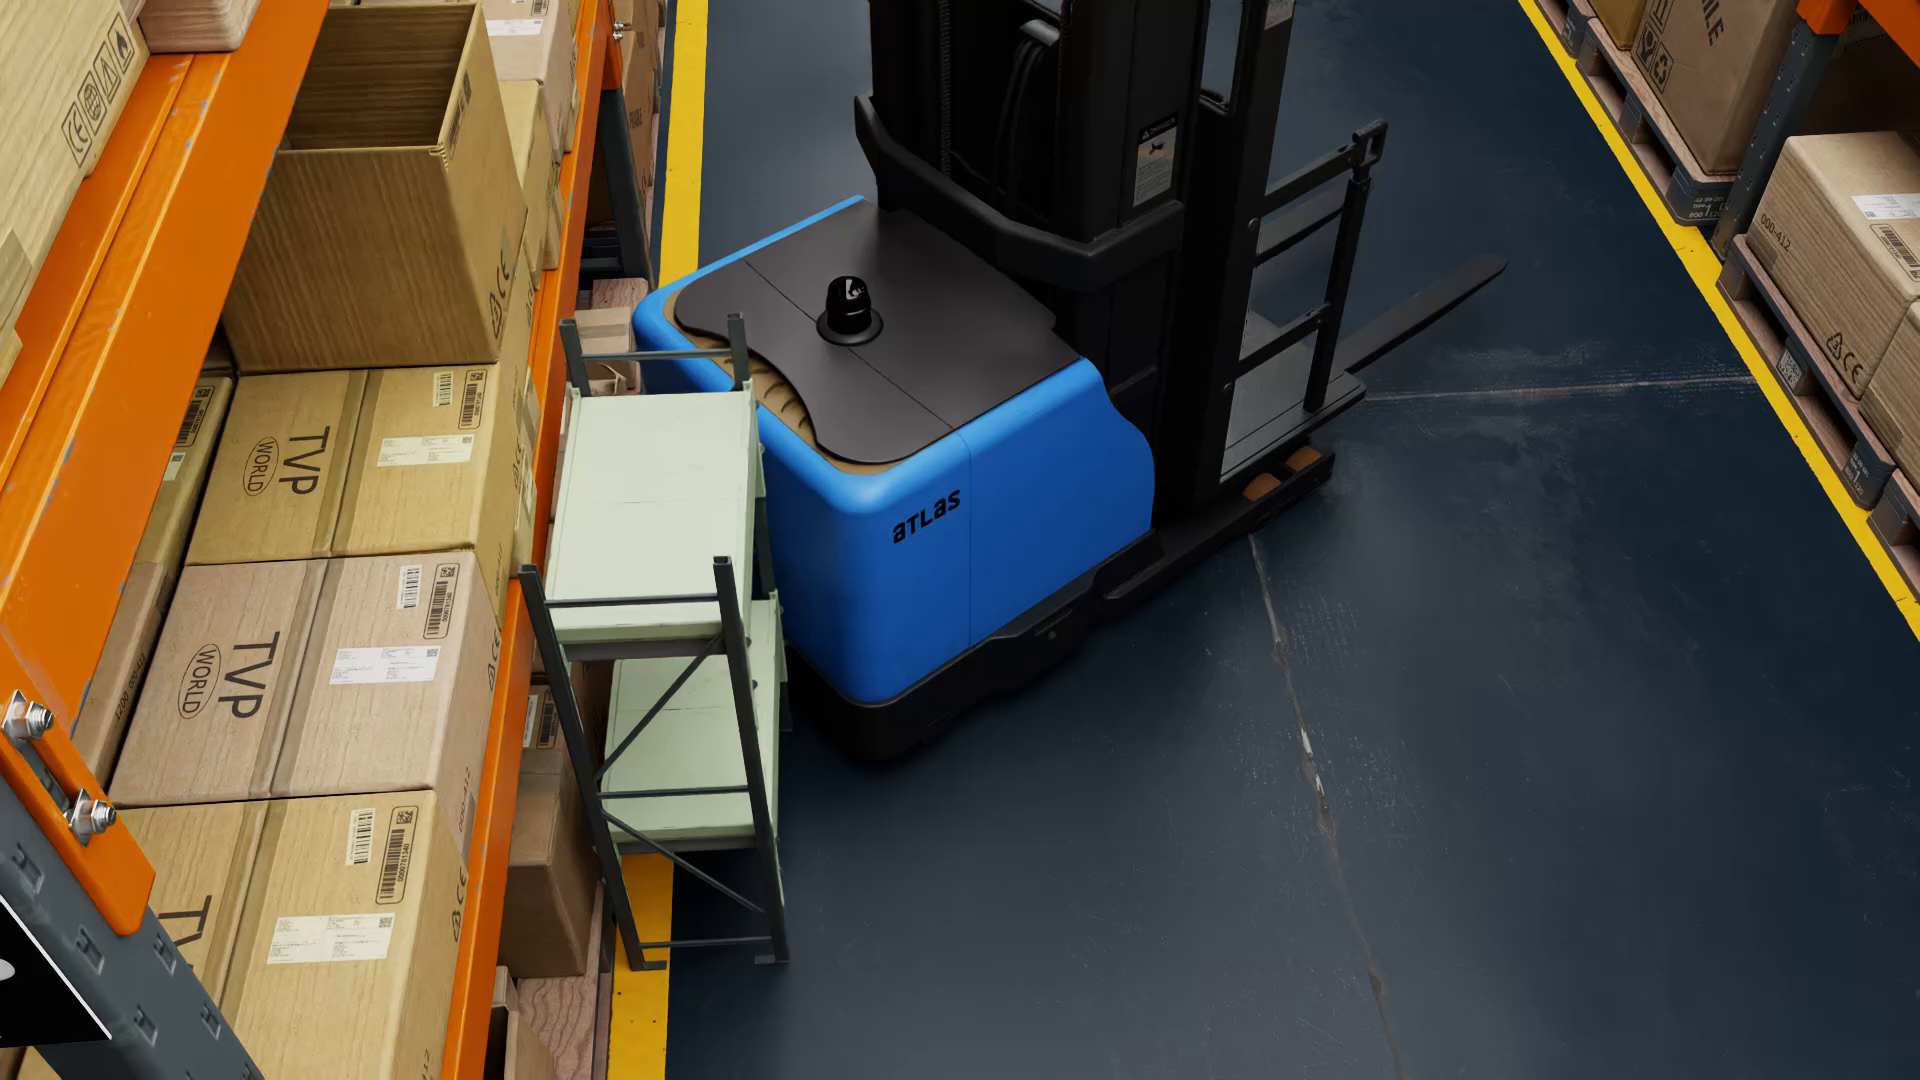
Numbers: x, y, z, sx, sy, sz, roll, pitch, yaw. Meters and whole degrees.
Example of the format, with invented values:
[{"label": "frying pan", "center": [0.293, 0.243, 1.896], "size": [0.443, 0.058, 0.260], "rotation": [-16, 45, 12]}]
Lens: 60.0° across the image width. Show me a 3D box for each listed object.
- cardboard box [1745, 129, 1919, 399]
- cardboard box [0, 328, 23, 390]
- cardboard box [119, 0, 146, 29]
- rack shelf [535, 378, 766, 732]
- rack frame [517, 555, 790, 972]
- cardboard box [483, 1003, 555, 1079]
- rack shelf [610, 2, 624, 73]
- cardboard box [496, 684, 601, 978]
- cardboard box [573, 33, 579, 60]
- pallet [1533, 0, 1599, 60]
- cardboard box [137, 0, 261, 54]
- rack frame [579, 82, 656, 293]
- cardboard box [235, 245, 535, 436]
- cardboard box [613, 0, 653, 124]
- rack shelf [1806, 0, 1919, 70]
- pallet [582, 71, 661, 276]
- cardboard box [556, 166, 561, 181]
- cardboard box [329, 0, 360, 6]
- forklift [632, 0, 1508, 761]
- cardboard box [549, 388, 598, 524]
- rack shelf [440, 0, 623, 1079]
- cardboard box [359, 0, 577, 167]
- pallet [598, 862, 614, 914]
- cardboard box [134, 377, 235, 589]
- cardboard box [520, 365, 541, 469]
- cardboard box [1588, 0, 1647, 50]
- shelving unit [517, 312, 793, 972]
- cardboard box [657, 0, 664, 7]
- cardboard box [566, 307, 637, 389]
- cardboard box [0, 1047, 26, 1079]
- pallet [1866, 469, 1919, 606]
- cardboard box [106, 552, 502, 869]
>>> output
[{"label": "cardboard box", "center": [3.292, -0.946, 5.555], "size": [0.875, 0.438, 0.875], "rotation": [-4, 47, -4]}, {"label": "cardboard box", "center": [-1.059, -0.134, 1.418], "size": [0.380, 0.149, 0.250], "rotation": [-3, 47, -2]}, {"label": "cardboard box", "center": [-1.092, -0.731, 1.709], "size": [0.500, 0.250, 0.500], "rotation": [-3, 47, -3]}, {"label": "rack shelf", "center": [-0.655, 0.028, 3.653], "size": [0.431, 0.370, 0.720], "rotation": [-2, 47, -2]}, {"label": "rack frame", "center": [-0.634, 0.561, 3.685], "size": [0.400, 1.500, 0.023], "rotation": [-2, 47, -2]}, {"label": "cardboard box", "center": [-1.221, 1.321, 3.363], "size": [0.797, 0.503, 0.637], "rotation": [-5, 47, -5]}, {"label": "rack shelf", "center": [-1.767, -3.038, 6.557], "size": [1.077, 0.370, 4.000], "rotation": [-3, 47, -3]}, {"label": "cardboard box", "center": [-1.254, 0.701, 3.952], "size": [0.700, 0.500, 0.500], "rotation": [-2, 47, -2]}, {"label": "cardboard box", "center": [-1.277, -1.350, 4.635], "size": [0.380, 0.149, 0.250], "rotation": [-2, 47, -2]}, {"label": "pallet", "center": [3.102, -2.623, 7.588], "size": [1.003, 0.211, 1.213], "rotation": [-3, 47, -3]}, {"label": "cardboard box", "center": [-1.030, -0.696, 1.950], "size": [0.380, 0.149, 0.250], "rotation": [-3, 47, -2]}, {"label": "rack frame", "center": [-1.599, -1.839, 4.925], "size": [1.000, 3.000, 0.127], "rotation": [-3, 47, -3]}, {"label": "cardboard box", "center": [-1.186, -0.440, 3.499], "size": [0.500, 0.250, 0.500], "rotation": [-5, 47, -4]}, {"label": "cardboard box", "center": [-1.470, -1.872, 6.389], "size": [0.500, 0.500, 0.500], "rotation": [-4, 47, -4]}, {"label": "rack shelf", "center": [3.514, -0.449, 4.104], "size": [1.077, 0.370, 4.000], "rotation": [-3, 47, -3]}, {"label": "pallet", "center": [-1.705, -1.466, 6.493], "size": [1.003, 0.211, 1.213], "rotation": [-3, 47, -3]}, {"label": "cardboard box", "center": [-1.237, -0.972, 4.277], "size": [0.380, 0.149, 0.250], "rotation": [-2, 47, -2]}, {"label": "cardboard box", "center": [-1.778, -1.152, 4.174], "size": [0.500, 0.250, 0.500], "rotation": [-4, 47, -4]}, {"label": "forklift", "center": [0.571, -1.319, 4.481], "size": [3.031, 2.935, 1.130], "rotation": [-32, 54, -26]}, {"label": "cardboard box", "center": [-1.341, -0.050, 4.663], "size": [0.700, 0.500, 0.500], "rotation": [-5, 47, -5]}, {"label": "rack shelf", "center": [-1.432, -0.144, 3.816], "size": [1.077, 0.370, 4.000], "rotation": [-3, 47, -3]}, {"label": "cardboard box", "center": [-1.257, -1.174, 4.194], "size": [0.500, 0.250, 0.500], "rotation": [-3, 47, -3]}, {"label": "pallet", "center": [-1.437, 0.502, 4.629], "size": [1.003, 0.211, 1.213], "rotation": [-3, 47, -3]}, {"label": "cardboard box", "center": [-1.646, -0.044, 3.124], "size": [0.500, 0.250, 0.500], "rotation": [-2, 47, -2]}, {"label": "cardboard box", "center": [-1.119, -0.237, 3.582], "size": [0.380, 0.149, 0.250], "rotation": [-3, 47, -2]}, {"label": "cardboard box", "center": [3.132, -2.654, 6.871], "size": [0.875, 0.875, 0.875], "rotation": [-2, 47, -2]}, {"label": "shelving unit", "center": [-0.655, 0.296, 3.936], "size": [0.431, 1.500, 0.755], "rotation": [-2, 47, -2]}, {"label": "cardboard box", "center": [-1.544, -2.609, 7.087], "size": [0.500, 0.500, 0.500], "rotation": [-5, 47, -5]}, {"label": "cardboard box", "center": [-1.260, -0.617, 5.443], "size": [0.380, 0.149, 0.250], "rotation": [-5, 47, -4]}, {"label": "cardboard box", "center": [-1.567, 0.688, 2.431], "size": [0.500, 0.250, 0.500], "rotation": [-2, 47, -2]}, {"label": "pallet", "center": [3.438, 0.256, 4.863], "size": [1.003, 0.211, 1.213], "rotation": [-3, 47, -3]}, {"label": "cardboard box", "center": [-1.076, 0.295, 2.803], "size": [0.500, 0.250, 0.500], "rotation": [-3, 47, -3]}]
